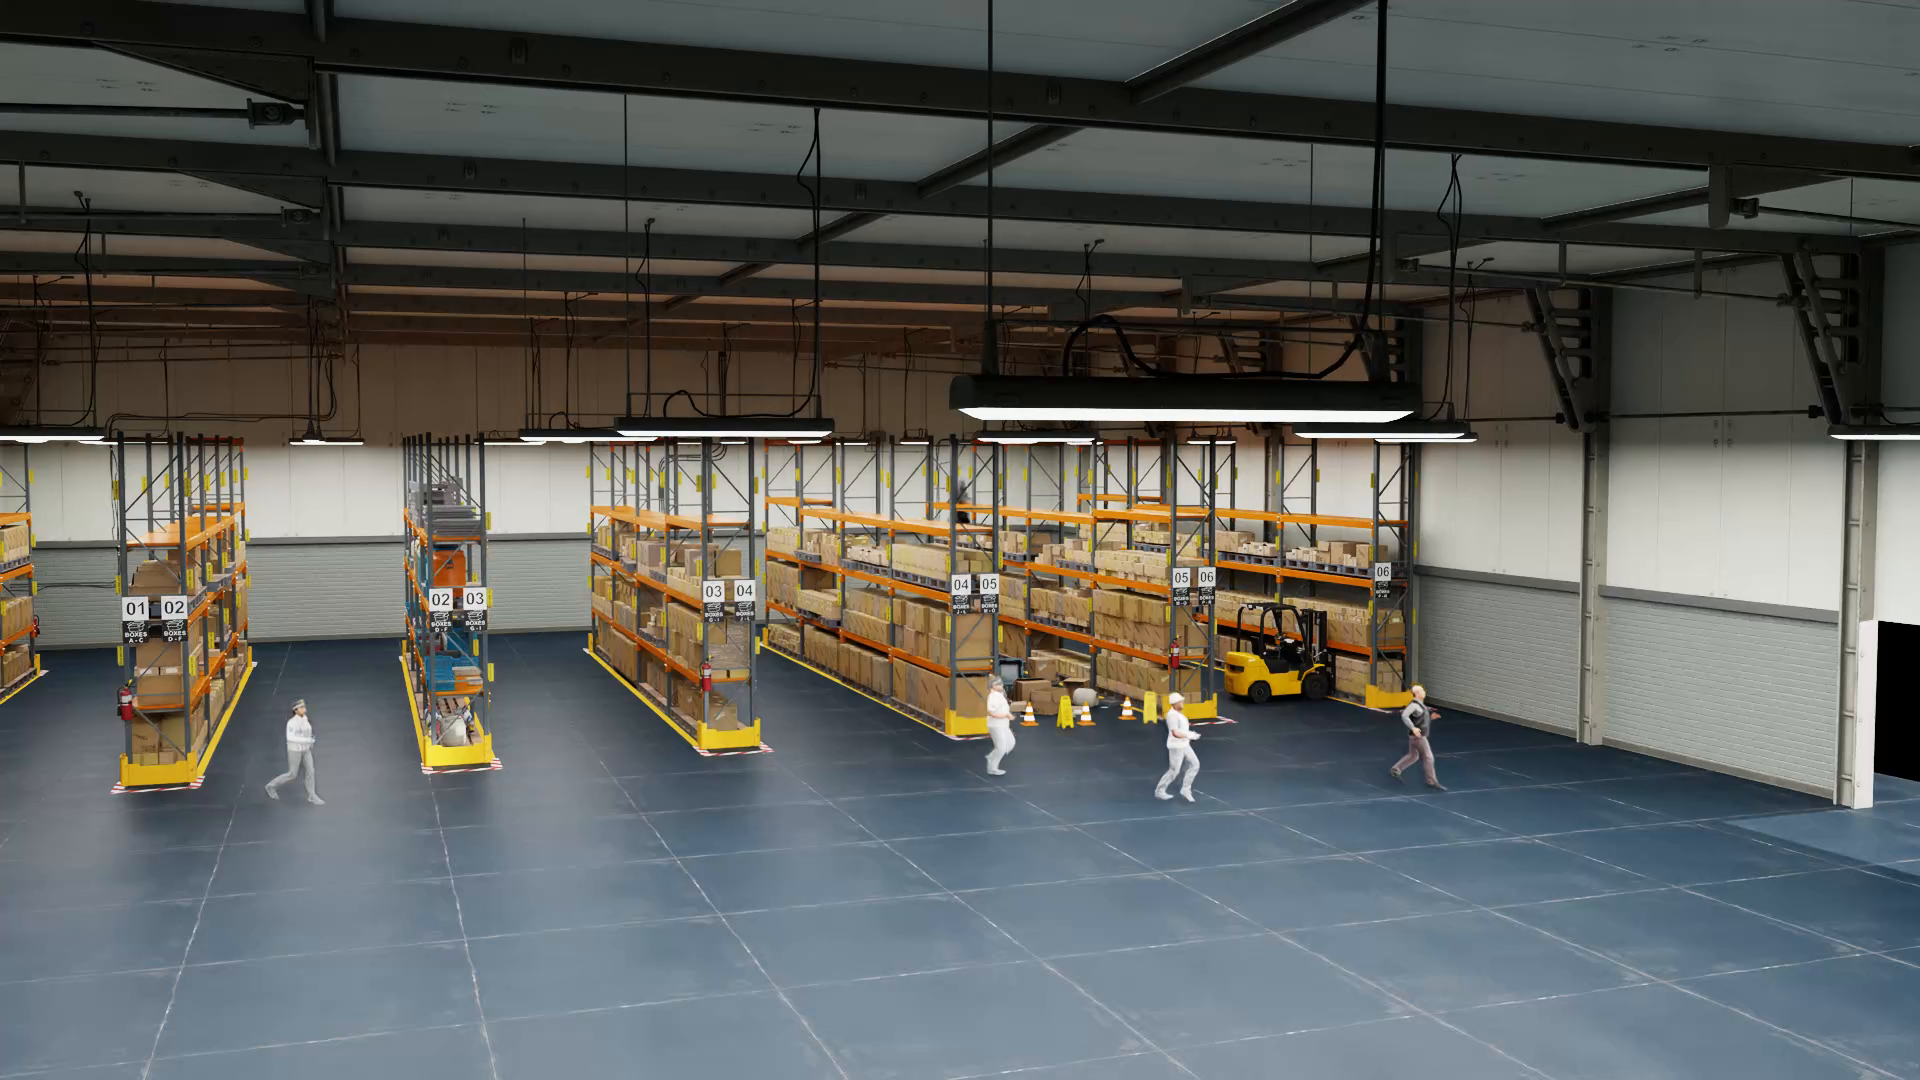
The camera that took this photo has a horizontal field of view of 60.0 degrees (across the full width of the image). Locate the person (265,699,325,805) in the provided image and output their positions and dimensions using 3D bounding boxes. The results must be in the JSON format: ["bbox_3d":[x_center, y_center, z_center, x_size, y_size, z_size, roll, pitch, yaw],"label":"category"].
[{"bbox_3d":[-10.664,3.398,26.712,0.923,1.709,0.621,1,3,11],"label":"person"}]

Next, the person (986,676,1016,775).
[{"bbox_3d":[0.725,3.231,29.090,0.602,1.737,0.652,1,3,15],"label":"person"}]

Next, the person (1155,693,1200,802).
[{"bbox_3d":[3.533,3.363,26.880,0.743,1.806,0.692,1,3,20],"label":"person"}]

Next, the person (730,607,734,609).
[{"bbox_3d":[-6.756,2.271,47.600,0.613,1.635,0.862,0,3,5],"label":"person"}]

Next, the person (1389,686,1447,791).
[{"bbox_3d":[7.667,3.292,27.819,0.956,1.719,0.650,1,3,18],"label":"person"}]
